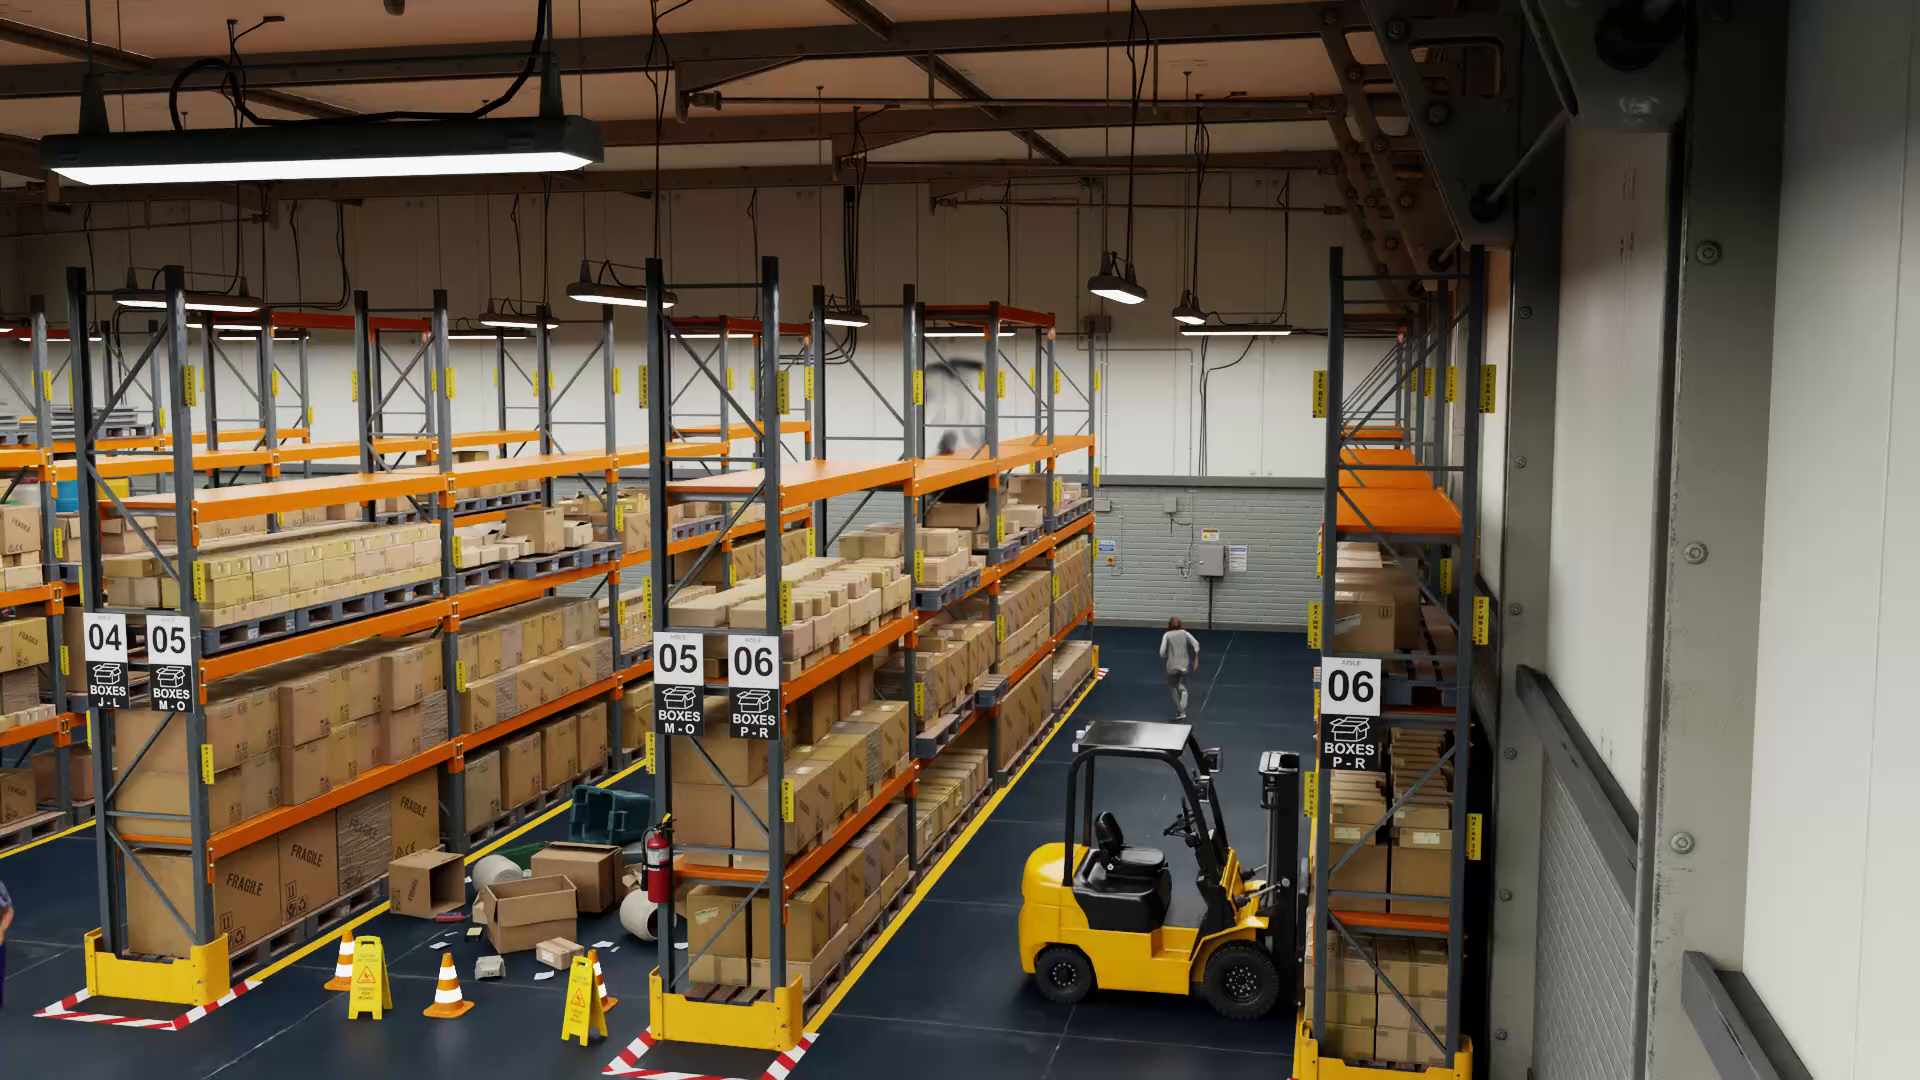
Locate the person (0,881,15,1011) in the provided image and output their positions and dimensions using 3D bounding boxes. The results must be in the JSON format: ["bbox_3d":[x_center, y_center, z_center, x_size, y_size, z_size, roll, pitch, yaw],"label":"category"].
[{"bbox_3d":[-7.372,3.116,12.461,0.541,1.608,0.602,5,7,39],"label":"person"}]

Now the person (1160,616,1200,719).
[{"bbox_3d":[3.258,1.910,24.787,0.573,1.552,0.638,-1,6,-7],"label":"person"}]
